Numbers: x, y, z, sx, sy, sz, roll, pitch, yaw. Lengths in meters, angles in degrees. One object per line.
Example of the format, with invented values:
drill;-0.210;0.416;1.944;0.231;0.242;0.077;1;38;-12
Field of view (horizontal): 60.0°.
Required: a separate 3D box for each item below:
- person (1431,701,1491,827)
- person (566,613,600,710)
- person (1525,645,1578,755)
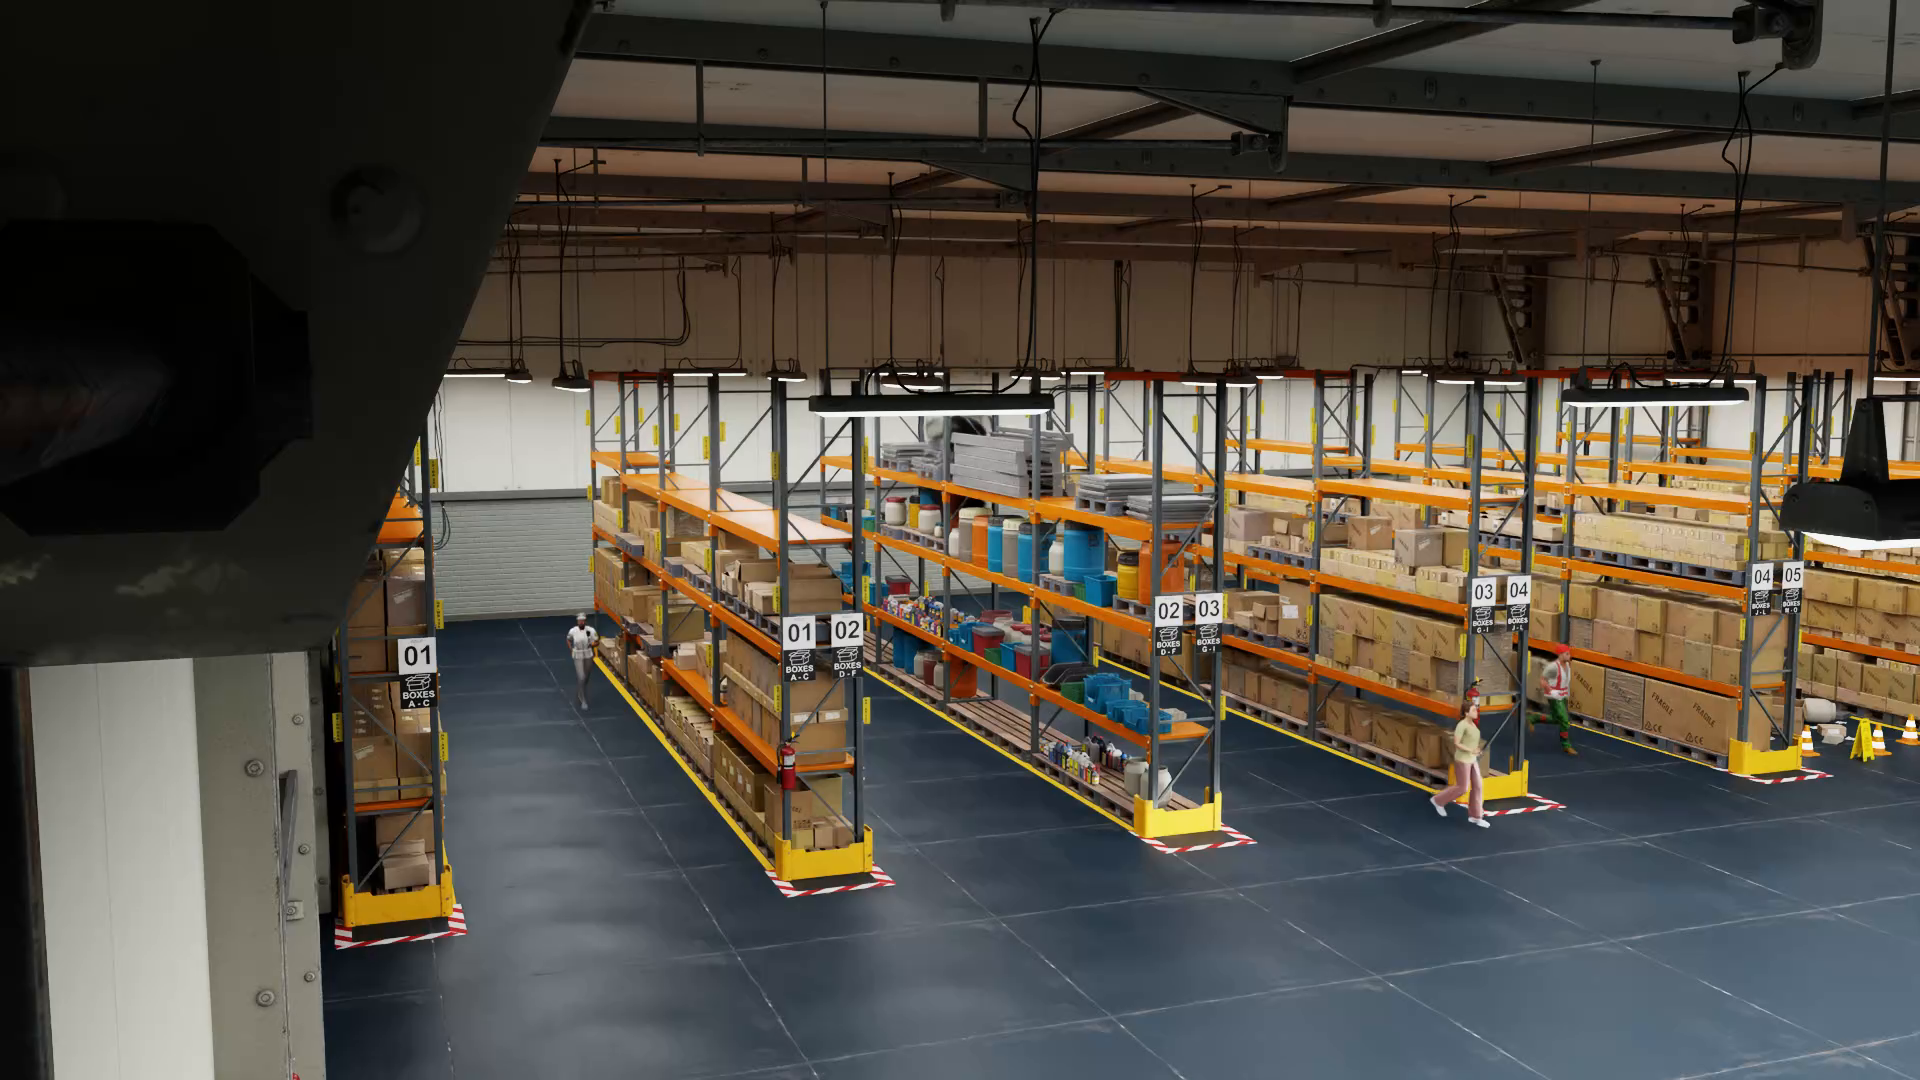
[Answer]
person;6.809;3.009;22.507;0.813;1.673;0.599;5;8;38
person;-6.782;2.146;30.004;0.562;1.728;0.867;-3;7;-22
person;9.472;2.519;26.619;0.665;1.764;0.938;-6;9;-42
